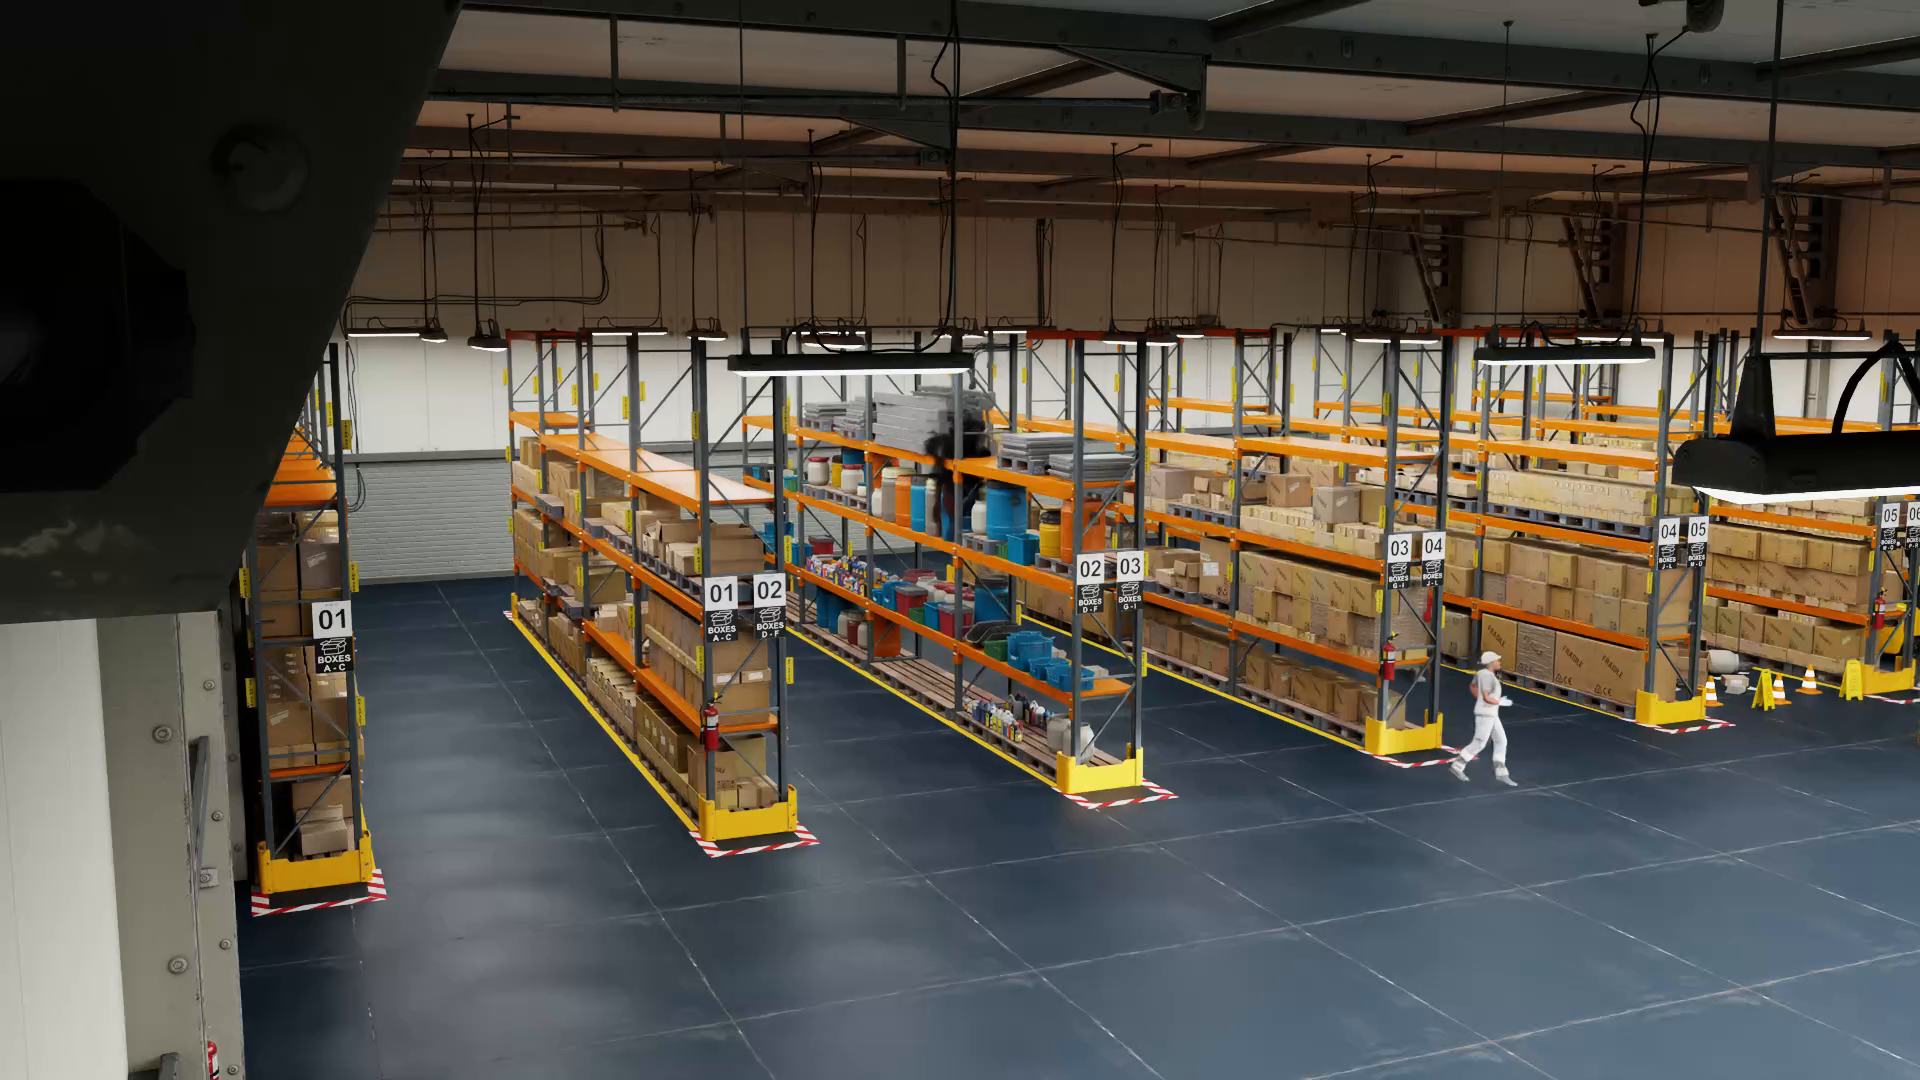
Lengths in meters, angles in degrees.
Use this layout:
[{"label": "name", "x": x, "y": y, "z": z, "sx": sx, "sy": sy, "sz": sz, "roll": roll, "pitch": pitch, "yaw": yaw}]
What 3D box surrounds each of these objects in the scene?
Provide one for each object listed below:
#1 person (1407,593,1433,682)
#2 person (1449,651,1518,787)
[{"label": "person", "x": 7.961, "y": 1.537, "z": 28.946, "sx": 0.650, "sy": 1.741, "sz": 0.861, "roll": -2, "pitch": 8, "yaw": -15}, {"label": "person", "x": 7.117, "y": 2.360, "z": 22.451, "sx": 0.866, "sy": 1.724, "sz": 0.687, "roll": 3, "pitch": 8, "yaw": 19}]
